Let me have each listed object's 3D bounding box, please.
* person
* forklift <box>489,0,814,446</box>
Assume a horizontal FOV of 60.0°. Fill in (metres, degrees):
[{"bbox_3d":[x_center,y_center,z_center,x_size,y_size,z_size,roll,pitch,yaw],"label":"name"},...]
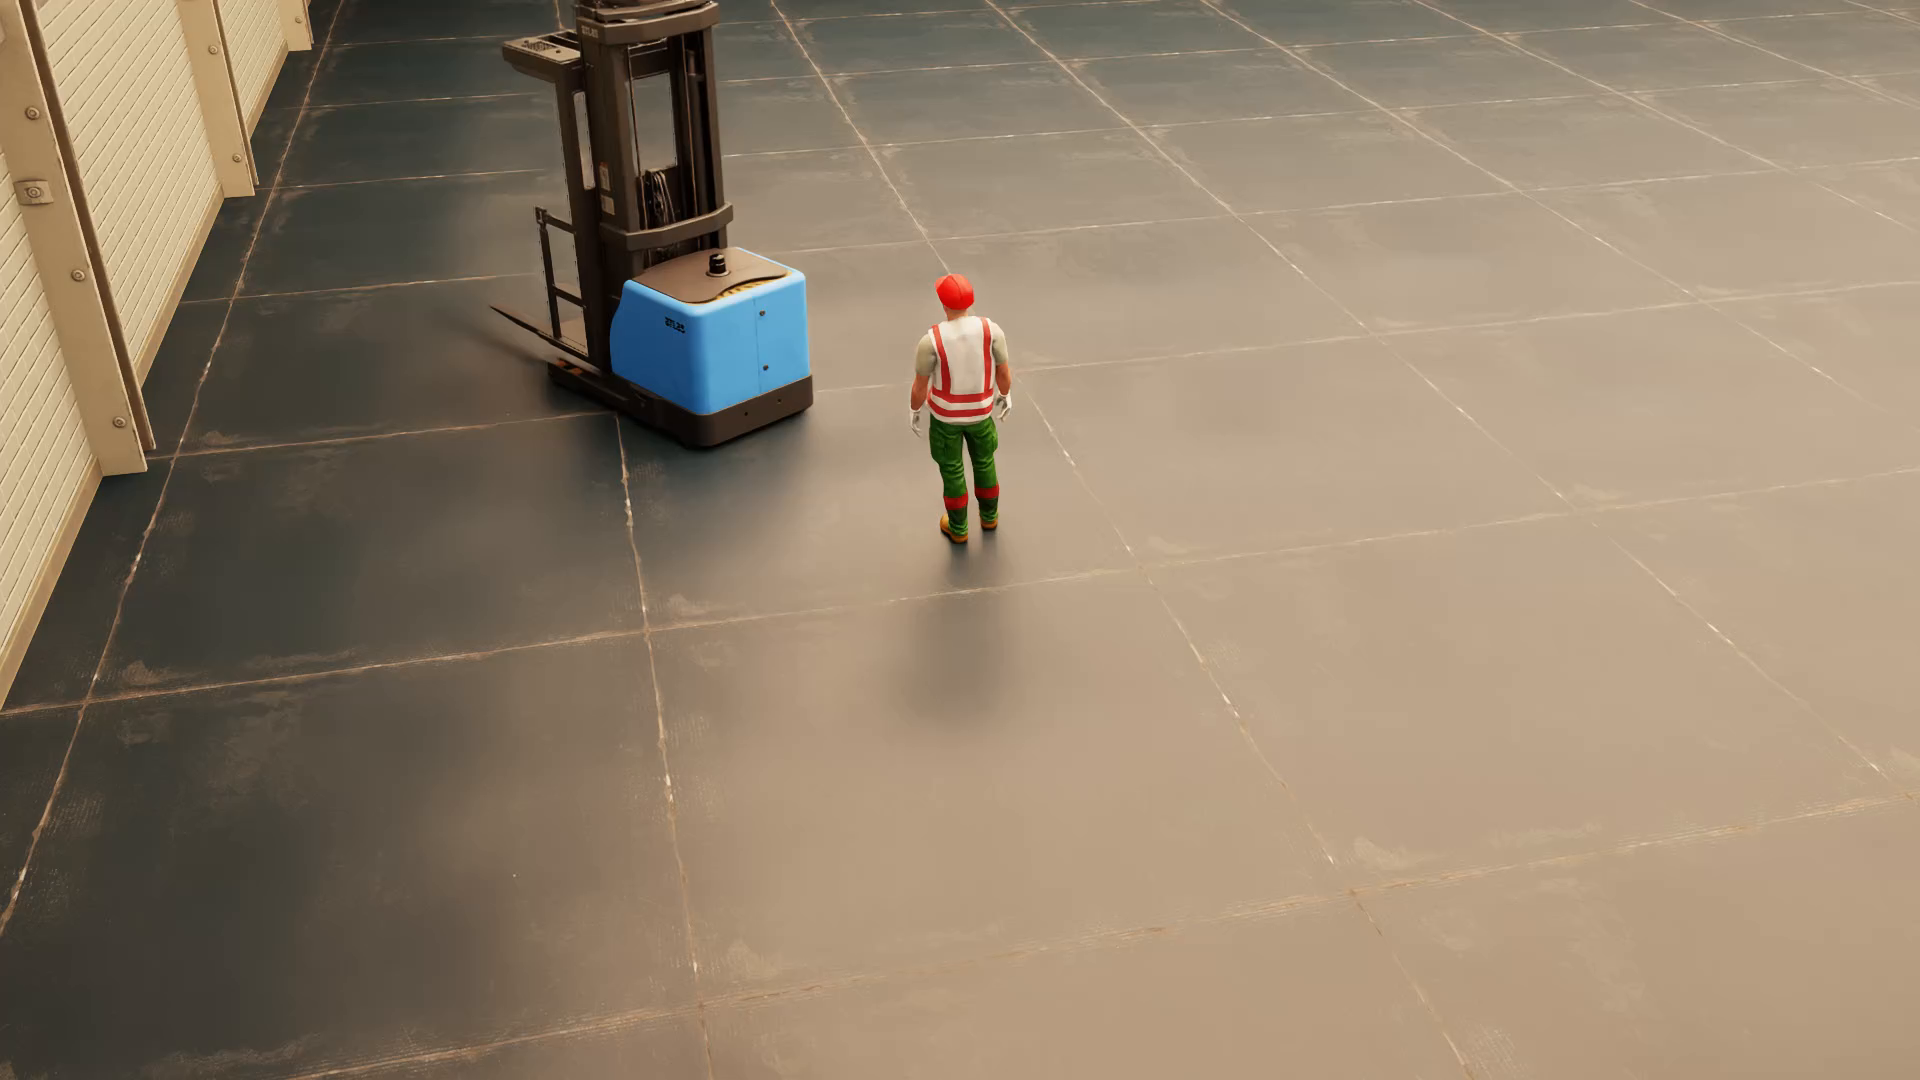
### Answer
[{"bbox_3d":[-0.007,-0.822,10.118,0.637,1.790,0.562,-7,31,-12],"label":"person"},{"bbox_3d":[-2.462,-2.549,11.978,3.031,2.935,1.130,26,39,38],"label":"forklift"}]
